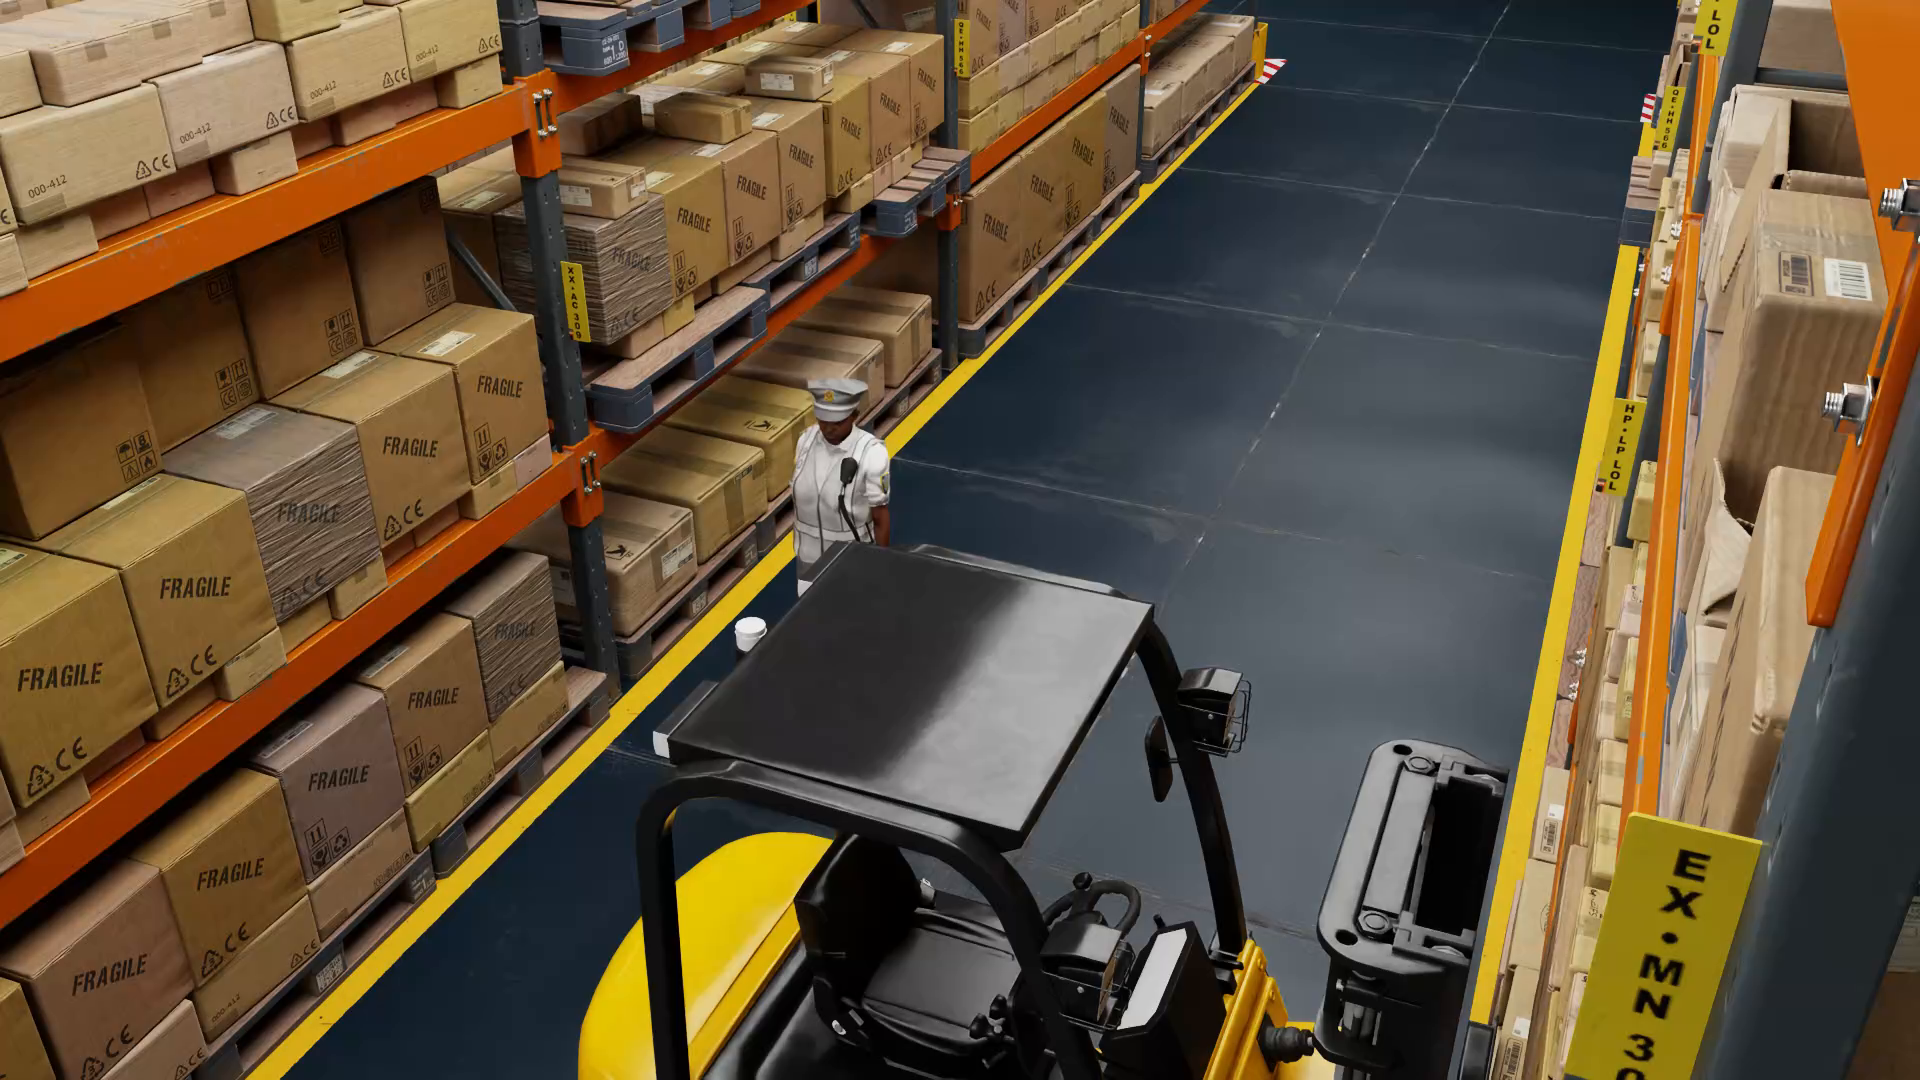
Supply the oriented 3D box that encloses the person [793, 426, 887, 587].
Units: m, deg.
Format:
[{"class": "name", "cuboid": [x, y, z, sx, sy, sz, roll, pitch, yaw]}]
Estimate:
[{"class": "person", "cuboid": [-0.512, 0.153, 7.029, 0.387, 1.350, 0.324, 12, 32, 20]}]
